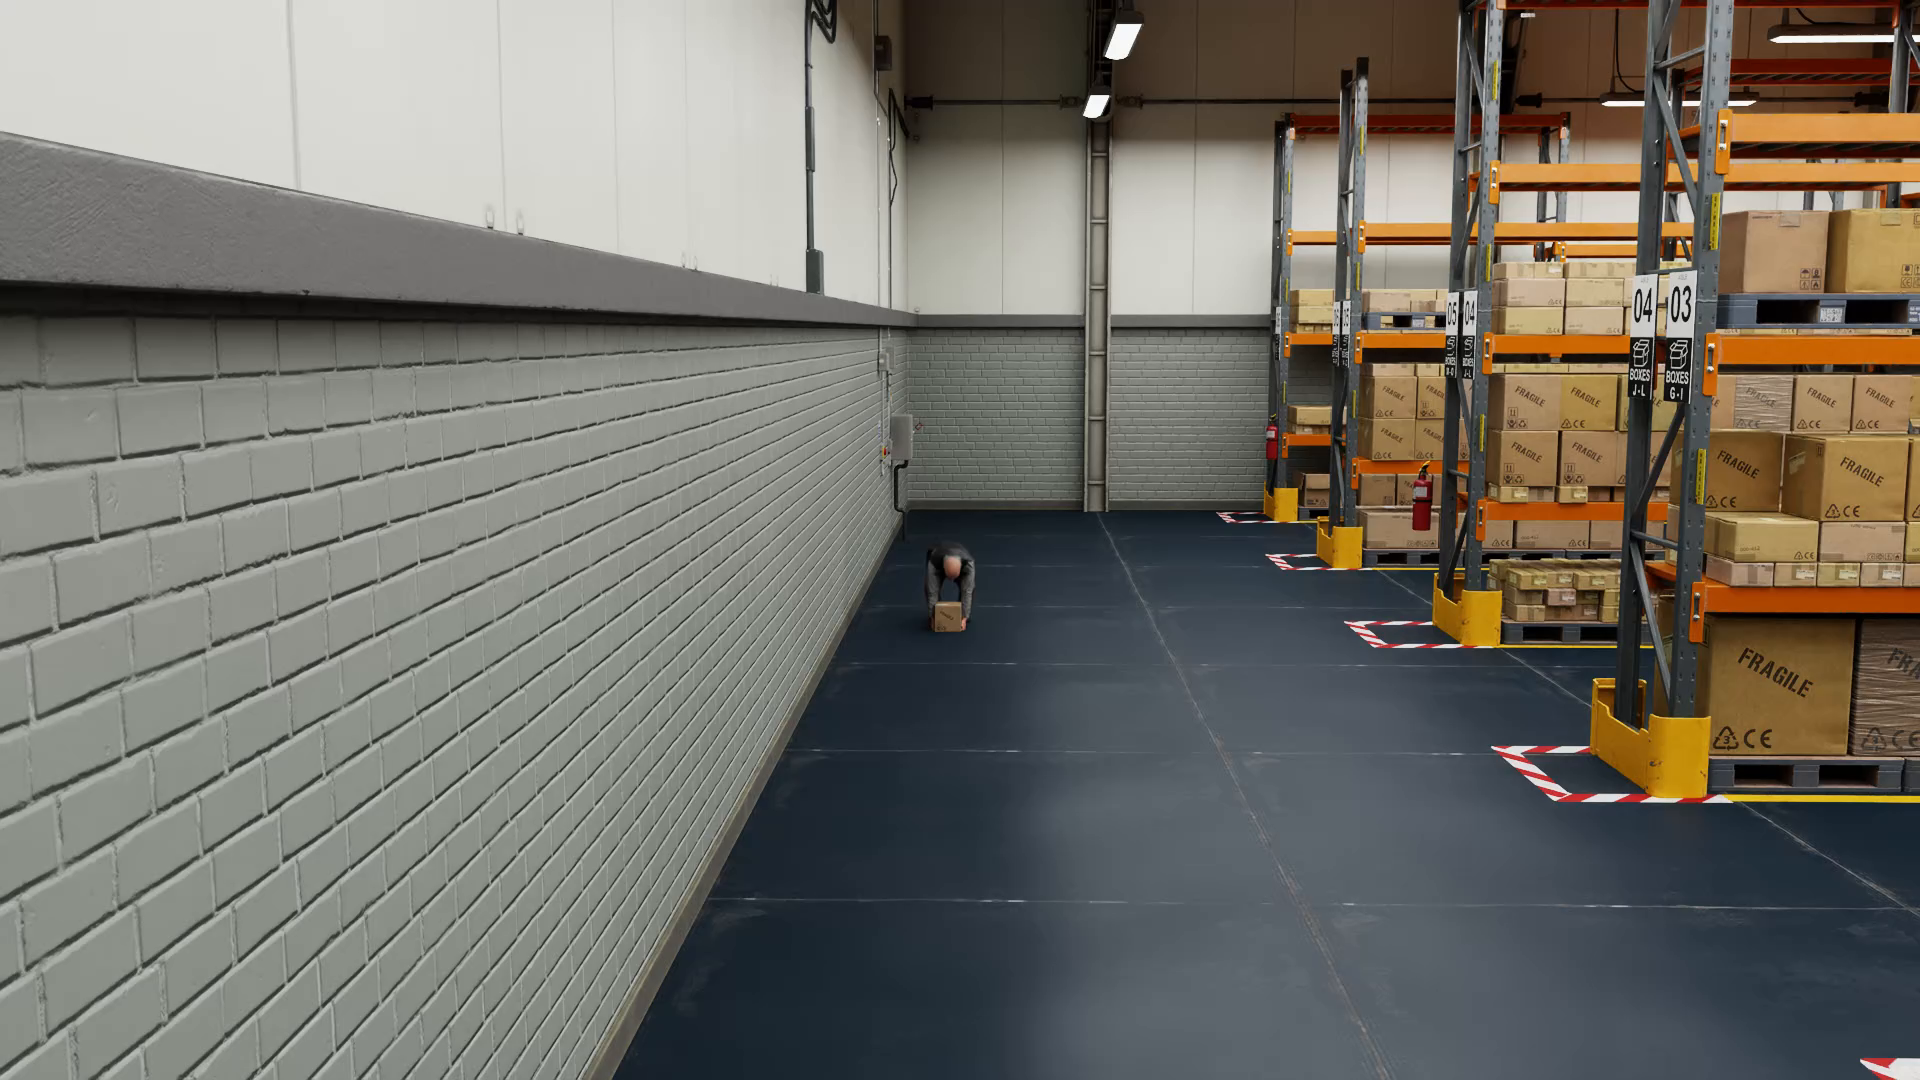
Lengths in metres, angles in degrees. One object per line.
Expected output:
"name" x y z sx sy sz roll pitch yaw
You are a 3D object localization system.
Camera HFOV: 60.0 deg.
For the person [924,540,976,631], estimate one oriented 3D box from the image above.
"person" -0.097 0.444 16.199 0.508 0.794 0.935 0 7 0
